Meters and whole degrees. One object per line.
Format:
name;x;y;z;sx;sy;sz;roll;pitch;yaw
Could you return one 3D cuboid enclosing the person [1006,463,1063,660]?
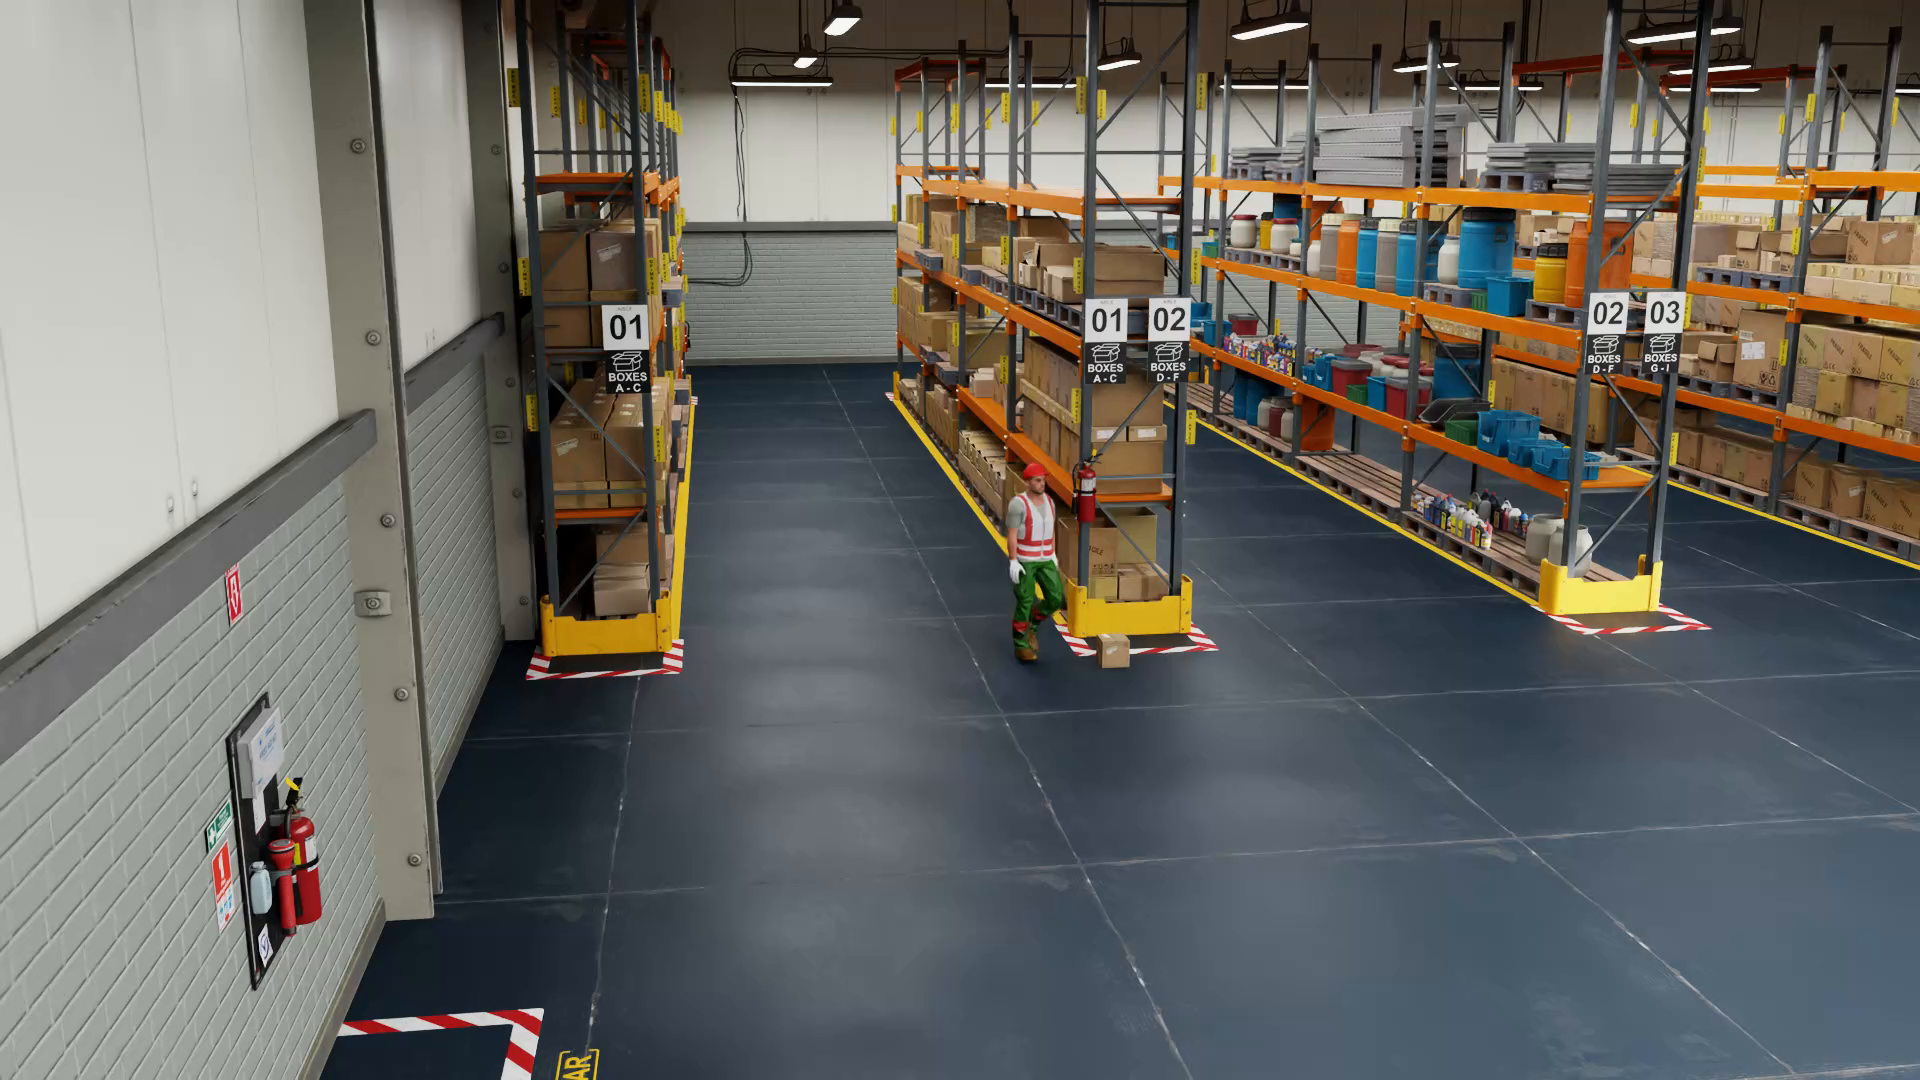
person;0.654;0.184;15.016;0.568;1.786;0.479;-9;16;-34
